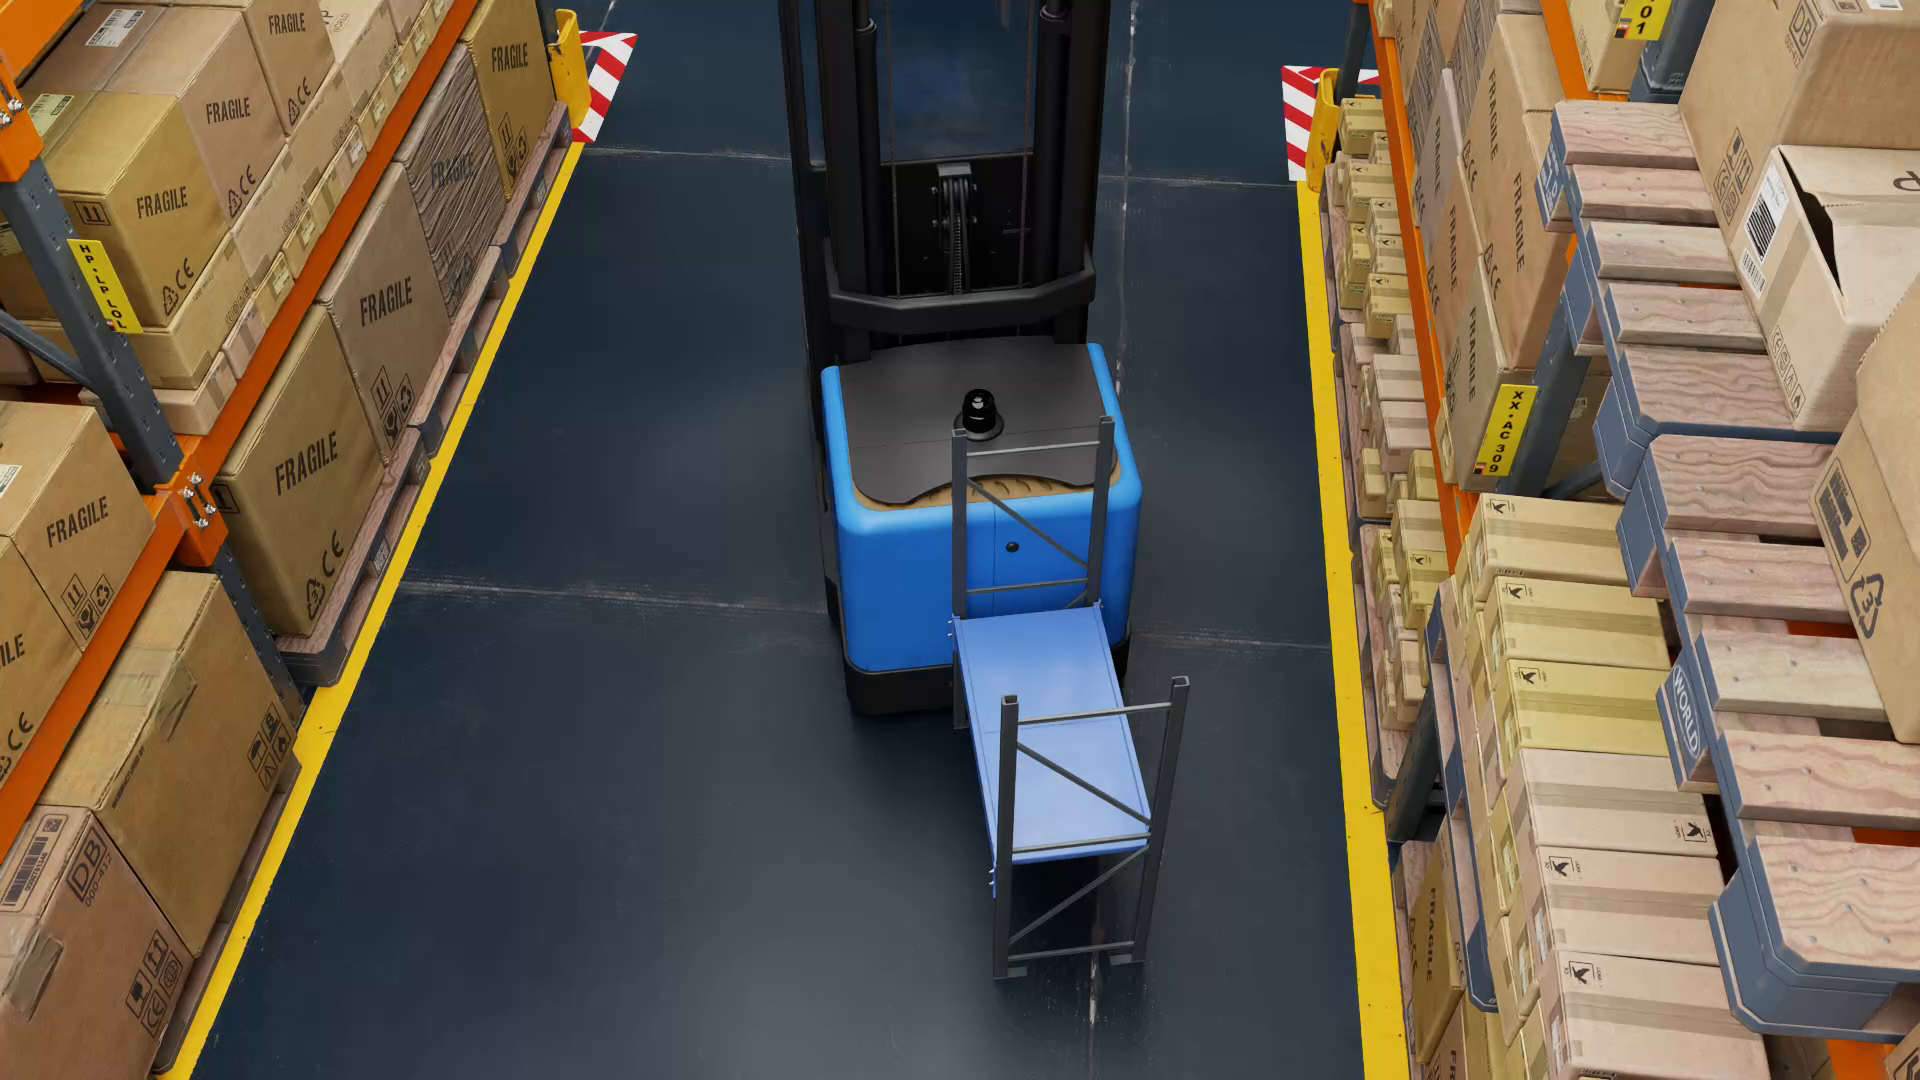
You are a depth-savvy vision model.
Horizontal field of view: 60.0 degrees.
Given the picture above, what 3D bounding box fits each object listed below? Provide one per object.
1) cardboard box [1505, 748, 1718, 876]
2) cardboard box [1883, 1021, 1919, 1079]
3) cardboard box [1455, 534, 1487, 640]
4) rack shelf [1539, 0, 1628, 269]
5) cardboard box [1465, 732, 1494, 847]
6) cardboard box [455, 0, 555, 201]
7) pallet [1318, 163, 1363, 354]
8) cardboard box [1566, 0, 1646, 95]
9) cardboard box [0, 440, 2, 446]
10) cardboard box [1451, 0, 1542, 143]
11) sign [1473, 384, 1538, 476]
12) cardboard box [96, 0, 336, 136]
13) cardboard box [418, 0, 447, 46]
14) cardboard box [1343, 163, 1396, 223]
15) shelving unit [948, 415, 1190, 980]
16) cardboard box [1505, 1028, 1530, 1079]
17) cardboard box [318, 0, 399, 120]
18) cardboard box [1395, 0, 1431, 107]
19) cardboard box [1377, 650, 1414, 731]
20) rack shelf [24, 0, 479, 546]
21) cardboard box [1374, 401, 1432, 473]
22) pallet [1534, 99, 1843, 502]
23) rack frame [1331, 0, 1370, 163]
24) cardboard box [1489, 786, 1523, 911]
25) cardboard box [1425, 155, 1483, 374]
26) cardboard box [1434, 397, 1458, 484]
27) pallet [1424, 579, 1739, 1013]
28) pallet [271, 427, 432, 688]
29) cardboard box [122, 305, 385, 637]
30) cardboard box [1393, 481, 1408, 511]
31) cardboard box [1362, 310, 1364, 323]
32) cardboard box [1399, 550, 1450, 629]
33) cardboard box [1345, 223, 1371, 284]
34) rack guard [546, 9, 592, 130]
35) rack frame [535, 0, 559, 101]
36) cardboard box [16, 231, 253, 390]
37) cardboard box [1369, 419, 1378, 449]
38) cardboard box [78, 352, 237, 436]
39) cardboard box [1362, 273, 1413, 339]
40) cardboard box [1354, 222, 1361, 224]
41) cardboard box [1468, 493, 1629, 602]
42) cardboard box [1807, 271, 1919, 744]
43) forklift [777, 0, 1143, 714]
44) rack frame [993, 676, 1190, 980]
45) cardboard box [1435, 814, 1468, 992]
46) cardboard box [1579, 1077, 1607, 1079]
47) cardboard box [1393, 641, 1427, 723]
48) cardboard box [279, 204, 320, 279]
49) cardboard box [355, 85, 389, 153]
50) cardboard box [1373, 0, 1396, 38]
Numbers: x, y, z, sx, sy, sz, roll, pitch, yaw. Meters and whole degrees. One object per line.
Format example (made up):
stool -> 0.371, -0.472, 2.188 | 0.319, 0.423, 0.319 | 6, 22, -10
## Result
cardboard box -> 1.428, 0.612, 3.666 | 0.380, 0.149, 0.250 | 3, 48, 3
cardboard box -> 1.509, 0.755, 1.952 | 0.500, 0.500, 0.500 | 4, 48, 4
cardboard box -> 1.498, 0.136, 4.303 | 0.380, 0.149, 0.250 | 5, 48, 4
rack shelf -> 2.175, -2.205, 5.215 | 1.077, 0.370, 4.000 | 4, 48, 4
cardboard box -> 1.452, 0.623, 4.059 | 0.380, 0.149, 0.250 | 4, 48, 4
cardboard box -> -2.552, -2.262, 7.967 | 0.875, 0.875, 0.875 | 4, 48, 4
pallet -> 2.241, -1.313, 7.834 | 1.003, 0.211, 1.213 | 4, 48, 4
cardboard box -> 1.768, -1.306, 4.007 | 0.500, 0.250, 0.500 | 5, 48, 4
cardboard box -> -2.988, -0.276, 4.248 | 0.797, 0.503, 0.637 | 3, 48, 3
cardboard box -> 1.868, -1.556, 5.220 | 0.500, 0.500, 0.500 | 5, 48, 5
sign -> 1.451, -0.289, 4.421 | 0.100, 0.325, 0.005 | 4, 48, 4
cardboard box -> -2.544, -1.755, 5.740 | 0.500, 0.500, 0.500 | 3, 48, 2
cardboard box -> -2.369, -2.194, 6.920 | 0.380, 0.149, 0.250 | 3, 48, 3
cardboard box -> 1.915, -1.536, 7.392 | 0.380, 0.149, 0.250 | 4, 48, 3
shelving unit -> 0.291, 0.530, 5.275 | 0.538, 1.500, 1.048 | -6, 48, -5
cardboard box -> 1.385, 1.196, 3.535 | 0.380, 0.149, 0.250 | 3, 48, 3
cardboard box -> -2.489, -1.859, 6.343 | 0.500, 0.250, 0.500 | 4, 48, 4
cardboard box -> 1.960, -1.974, 6.279 | 0.500, 0.500, 0.500 | 4, 48, 4
cardboard box -> 1.689, 0.544, 5.893 | 0.380, 0.149, 0.250 | 4, 48, 4
rack shelf -> -2.756, -1.600, 6.694 | 1.077, 0.370, 4.000 | 4, 48, 4
cardboard box -> 1.799, -0.389, 6.344 | 0.380, 0.149, 0.250 | 2, 48, 2
pallet -> 1.830, -0.468, 3.266 | 1.213, 0.211, 1.003 | 4, 48, 4
rack frame -> 2.357, -2.905, 7.400 | 1.000, 3.000, 0.127 | 4, 48, 4
cardboard box -> 1.430, 0.707, 3.781 | 0.380, 0.149, 0.250 | 2, 48, 2
cardboard box -> 1.804, -0.856, 5.257 | 0.500, 0.500, 0.500 | 3, 48, 2
cardboard box -> 1.700, -0.303, 5.191 | 0.380, 0.149, 0.250 | 3, 48, 2
pallet -> 1.778, 0.651, 4.278 | 1.003, 0.211, 1.213 | 4, 48, 4
pallet -> -2.791, 0.014, 6.620 | 1.003, 0.211, 1.213 | 4, 48, 4
cardboard box -> -2.798, -0.278, 6.152 | 0.875, 0.875, 0.875 | 4, 48, 4
cardboard box -> 1.844, -0.074, 6.257 | 0.380, 0.149, 0.250 | 4, 48, 4
cardboard box -> 1.971, -0.966, 7.274 | 0.380, 0.149, 0.250 | 4, 48, 4
cardboard box -> 1.749, 0.185, 5.819 | 0.380, 0.149, 0.250 | 4, 48, 4
cardboard box -> 1.907, -1.253, 7.335 | 0.380, 0.149, 0.250 | 5, 48, 5
rack guard -> -2.571, -2.487, 8.712 | 1.175, 0.500, 0.348 | 4, 48, 4
rack frame -> -2.573, -3.313, 7.773 | 1.000, 3.000, 0.127 | 4, 48, 4
cardboard box -> -2.634, -0.751, 5.330 | 0.500, 0.250, 0.500 | 3, 48, 3
cardboard box -> 1.874, -0.404, 6.760 | 0.380, 0.149, 0.250 | 5, 48, 4
cardboard box -> -2.580, -0.484, 5.356 | 0.380, 0.149, 0.250 | 4, 48, 4
cardboard box -> 1.871, -0.955, 6.861 | 0.380, 0.149, 0.250 | 5, 48, 4
cardboard box -> 2.048, -1.523, 7.784 | 0.380, 0.149, 0.250 | 4, 48, 3
cardboard box -> 1.498, 0.035, 4.193 | 0.380, 0.149, 0.250 | 6, 48, 6
cardboard box -> 1.721, -0.028, 2.382 | 0.797, 0.503, 0.637 | 3, 48, 3
forklift -> -0.083, -1.450, 6.116 | 1.130, 2.935, 3.031 | -6, 48, -5
rack frame -> 0.358, 0.902, 4.934 | 0.500, 1.500, 0.032 | -6, 48, -5
cardboard box -> 1.662, 1.008, 4.722 | 0.500, 0.250, 0.500 | 2, 48, 2
cardboard box -> 1.360, 1.184, 3.143 | 0.380, 0.149, 0.250 | 5, 48, 5
cardboard box -> 1.704, 0.502, 5.730 | 0.380, 0.149, 0.250 | 5, 48, 4
cardboard box -> -2.510, -1.064, 5.886 | 0.380, 0.149, 0.250 | 3, 48, 2
cardboard box -> -2.439, -1.629, 6.404 | 0.380, 0.149, 0.250 | 3, 48, 2
cardboard box -> 1.941, -2.220, 6.944 | 0.380, 0.149, 0.250 | 3, 48, 2
